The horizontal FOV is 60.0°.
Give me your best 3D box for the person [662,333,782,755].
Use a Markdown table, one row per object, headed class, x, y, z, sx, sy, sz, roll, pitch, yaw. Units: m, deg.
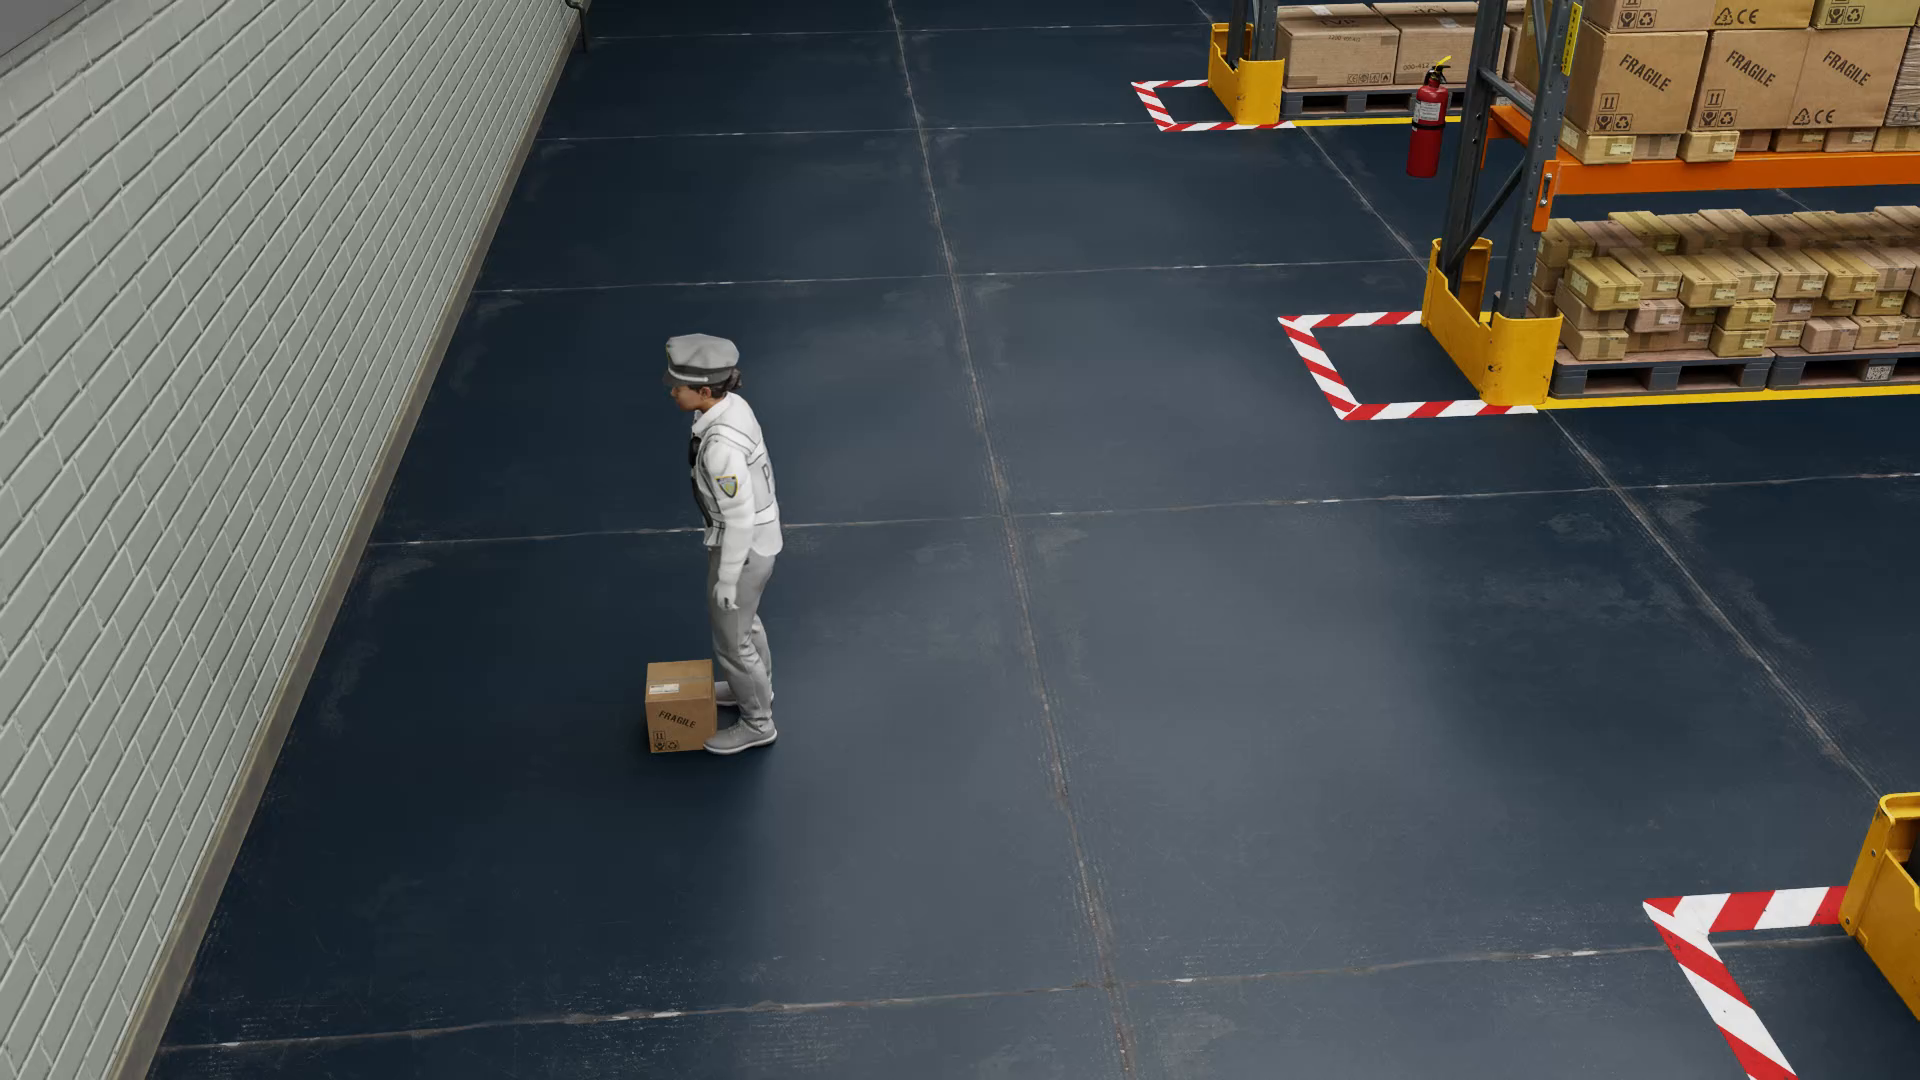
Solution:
| class | x | y | z | sx | sy | sz | roll | pitch | yaw |
| --- | --- | --- | --- | --- | --- | --- | --- | --- | --- |
| person | -0.837 | 0.026 | 6.084 | 0.371 | 1.666 | 0.547 | -4 | 32 | -7 |
